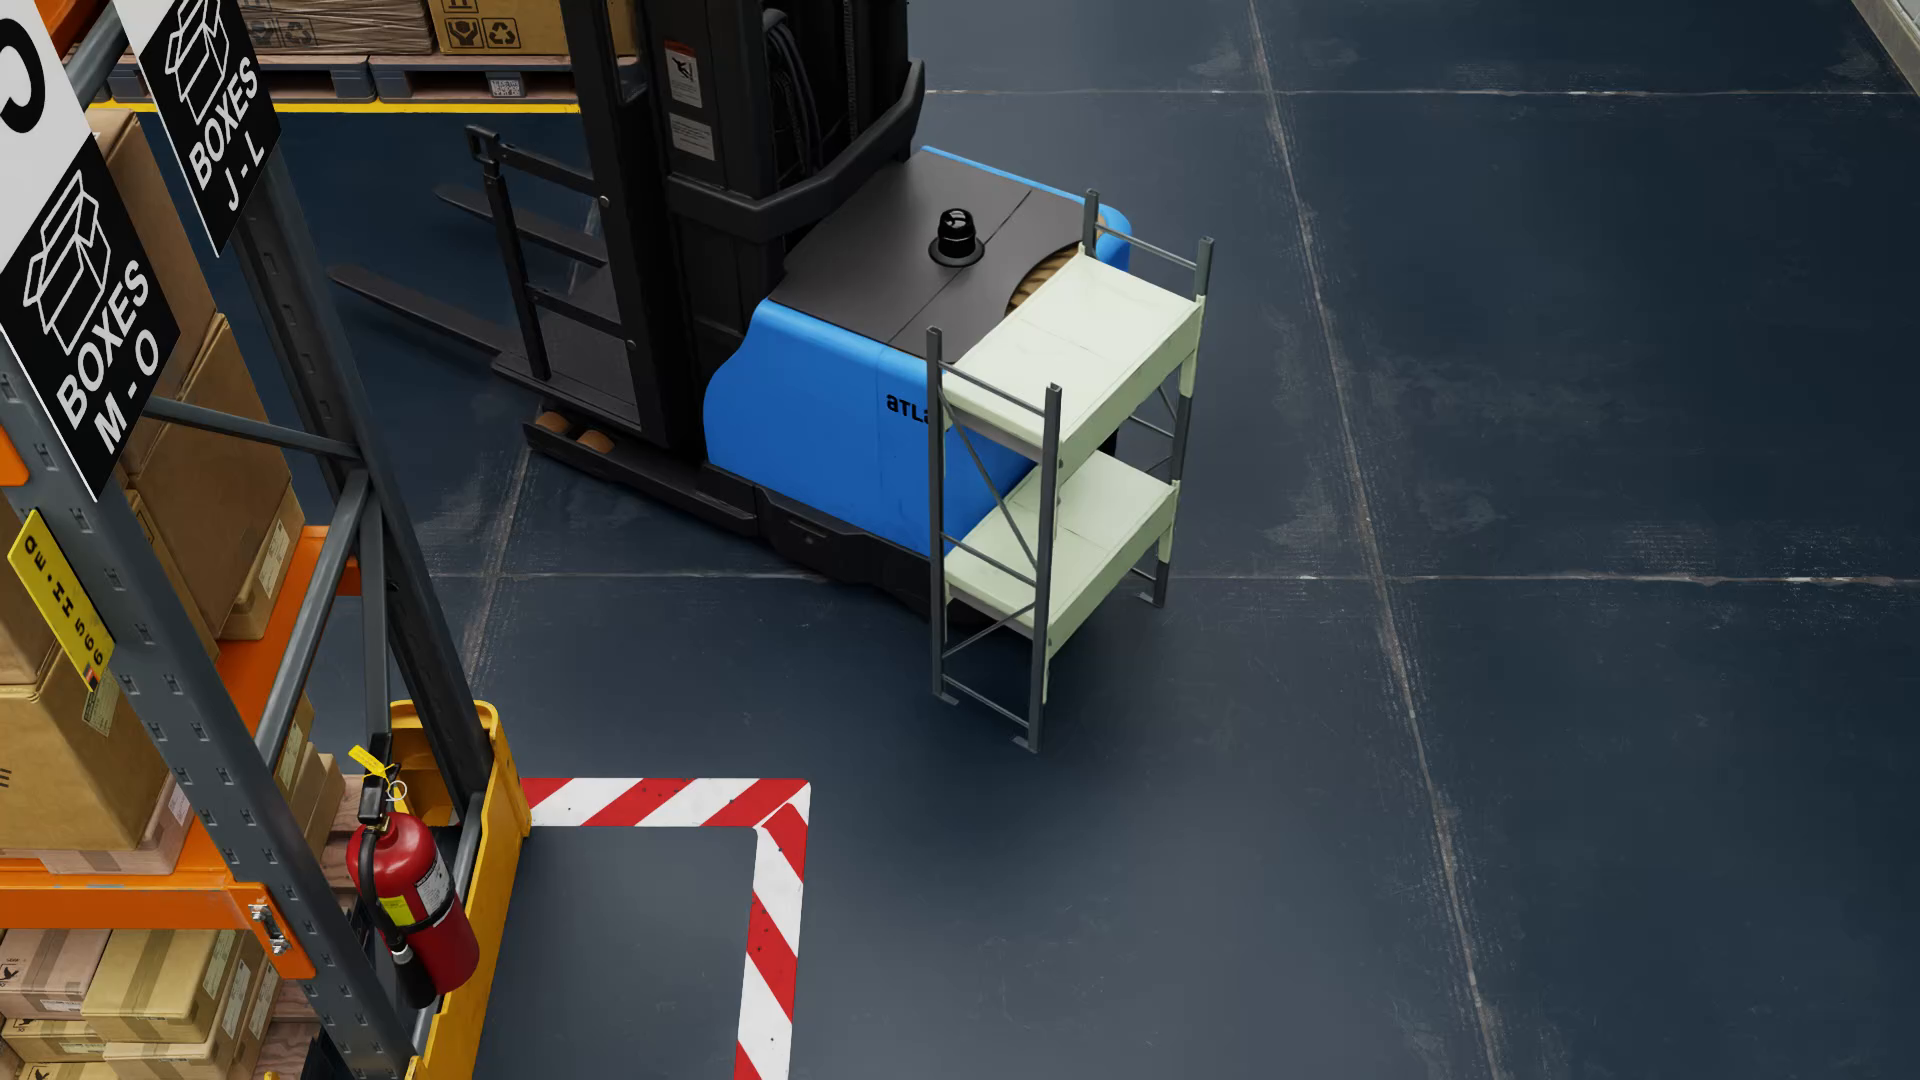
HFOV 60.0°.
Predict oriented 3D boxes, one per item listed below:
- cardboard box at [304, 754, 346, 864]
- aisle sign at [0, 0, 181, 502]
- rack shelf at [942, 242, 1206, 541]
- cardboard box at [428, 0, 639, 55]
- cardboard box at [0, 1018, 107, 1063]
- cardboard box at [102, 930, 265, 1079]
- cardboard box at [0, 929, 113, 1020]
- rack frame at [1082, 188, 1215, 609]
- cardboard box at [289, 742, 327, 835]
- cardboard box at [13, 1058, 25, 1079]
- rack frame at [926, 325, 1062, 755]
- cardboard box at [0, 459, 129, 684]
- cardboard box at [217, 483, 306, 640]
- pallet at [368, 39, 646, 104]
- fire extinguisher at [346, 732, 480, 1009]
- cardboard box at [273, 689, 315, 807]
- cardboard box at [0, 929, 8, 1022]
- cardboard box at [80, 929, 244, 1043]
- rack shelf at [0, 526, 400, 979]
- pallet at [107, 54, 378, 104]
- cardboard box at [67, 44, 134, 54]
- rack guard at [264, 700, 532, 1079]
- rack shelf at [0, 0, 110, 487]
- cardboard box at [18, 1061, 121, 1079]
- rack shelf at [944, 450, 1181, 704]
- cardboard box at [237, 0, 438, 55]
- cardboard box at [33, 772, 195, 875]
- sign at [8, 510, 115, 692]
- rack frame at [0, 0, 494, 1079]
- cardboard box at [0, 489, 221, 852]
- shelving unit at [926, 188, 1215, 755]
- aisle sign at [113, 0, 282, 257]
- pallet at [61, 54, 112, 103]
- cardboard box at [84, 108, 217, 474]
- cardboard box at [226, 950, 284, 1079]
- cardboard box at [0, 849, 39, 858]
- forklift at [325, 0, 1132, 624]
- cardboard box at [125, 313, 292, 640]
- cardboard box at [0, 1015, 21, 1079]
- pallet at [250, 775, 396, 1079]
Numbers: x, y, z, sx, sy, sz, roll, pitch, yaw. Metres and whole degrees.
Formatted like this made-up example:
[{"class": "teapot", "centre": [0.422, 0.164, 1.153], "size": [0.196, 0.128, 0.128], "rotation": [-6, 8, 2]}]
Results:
[{"class": "cardboard box", "centre": [-1.901, 0.788, 4.628], "size": [0.250, 0.149, 0.380], "rotation": [1, 47, 1]}, {"class": "aisle sign", "centre": [-1.307, -0.470, 2.362], "size": [0.004, 0.787, 0.394], "rotation": [0, 47, 0]}, {"class": "rack shelf", "centre": [0.298, -0.423, 4.586], "size": [0.431, 0.370, 0.720], "rotation": [28, 53, 24]}, {"class": "cardboard box", "centre": [-1.899, -2.797, 7.469], "size": [0.875, 0.875, 0.875], "rotation": [0, 47, 0]}, {"class": "cardboard box", "centre": [-2.169, 1.090, 4.144], "size": [0.250, 0.149, 0.380], "rotation": [-1, 47, -1]}, {"class": "cardboard box", "centre": [-1.908, 1.130, 4.106], "size": [0.250, 0.149, 0.380], "rotation": [-1, 47, -1]}, {"class": "cardboard box", "centre": [-2.160, 0.963, 4.059], "size": [0.250, 0.149, 0.380], "rotation": [1, 47, 1]}, {"class": "rack frame", "centre": [0.514, -0.373, 5.072], "size": [0.400, 1.500, 0.023], "rotation": [28, 53, 24]}, {"class": "cardboard box", "centre": [-1.902, 0.733, 4.476], "size": [0.250, 0.149, 0.380], "rotation": [2, 47, 2]}, {"class": "cardboard box", "centre": [-2.427, 1.185, 4.259], "size": [0.250, 0.149, 0.380], "rotation": [0, 47, 0]}, {"class": "rack frame", "centre": [0.082, 0.059, 4.670], "size": [0.400, 1.500, 0.023], "rotation": [28, 53, 24]}, {"class": "cardboard box", "centre": [-1.837, -0.100, 2.839], "size": [0.500, 0.500, 0.500], "rotation": [-1, 47, -1]}, {"class": "cardboard box", "centre": [-1.701, 0.041, 3.835], "size": [0.250, 0.149, 0.380], "rotation": [0, 47, 0]}, {"class": "pallet", "centre": [-2.059, -2.429, 7.867], "size": [1.213, 0.211, 1.003], "rotation": [0, 47, 0]}, {"class": "fire extinguisher", "centre": [-1.129, 0.688, 3.368], "size": [0.183, 0.674, 0.296], "rotation": [0, 47, 0]}, {"class": "cardboard box", "centre": [-1.901, 0.571, 4.423], "size": [0.250, 0.149, 0.380], "rotation": [-2, 47, -2]}, {"class": "cardboard box", "centre": [-2.420, 1.055, 3.973], "size": [0.250, 0.149, 0.380], "rotation": [-1, 47, -1]}, {"class": "cardboard box", "centre": [-1.909, 1.005, 4.019], "size": [0.250, 0.149, 0.380], "rotation": [1, 47, 1]}, {"class": "rack shelf", "centre": [-3.379, 0.435, 3.787], "size": [4.000, 0.370, 1.077], "rotation": [0, 47, 0]}, {"class": "pallet", "centre": [-3.276, -2.435, 7.872], "size": [1.213, 0.211, 1.003], "rotation": [0, 47, 0]}, {"class": "cardboard box", "centre": [-3.699, -2.802, 7.473], "size": [0.875, 0.875, 0.875], "rotation": [0, 47, 0]}, {"class": "rack guard", "centre": [-1.455, 1.047, 4.434], "size": [0.348, 0.500, 1.175], "rotation": [0, 47, 0]}, {"class": "rack shelf", "centre": [-3.379, -0.587, 2.689], "size": [4.000, 0.370, 1.077], "rotation": [0, 47, 0]}, {"class": "cardboard box", "centre": [-2.163, 1.249, 4.199], "size": [0.250, 0.149, 0.380], "rotation": [1, 47, 1]}, {"class": "rack shelf", "centre": [0.298, 0.065, 5.110], "size": [0.431, 0.370, 0.720], "rotation": [28, 53, 24]}, {"class": "cardboard box", "centre": [-2.809, -2.799, 7.471], "size": [0.875, 0.875, 0.875], "rotation": [0, 47, 0]}, {"class": "cardboard box", "centre": [-1.706, 0.487, 3.419], "size": [0.250, 0.149, 0.380], "rotation": [0, 47, 0]}, {"class": "sign", "centre": [-1.401, 0.100, 2.601], "size": [0.005, 0.325, 0.100], "rotation": [0, 47, 0]}, {"class": "rack frame", "centre": [-1.379, 0.196, 3.519], "size": [0.127, 3.000, 1.000], "rotation": [0, 47, 0]}, {"class": "cardboard box", "centre": [-1.829, 0.247, 3.199], "size": [0.500, 0.500, 0.500], "rotation": [1, 47, 1]}, {"class": "shelving unit", "centre": [0.298, -0.157, 4.871], "size": [0.431, 1.500, 0.755], "rotation": [28, 53, 24]}, {"class": "aisle sign", "centre": [-1.305, -0.909, 2.771], "size": [0.004, 0.787, 0.394], "rotation": [0, 47, 0]}, {"class": "pallet", "centre": [-4.499, -2.436, 7.873], "size": [1.213, 0.211, 1.003], "rotation": [0, 47, 0]}, {"class": "cardboard box", "centre": [-1.827, -0.476, 3.189], "size": [0.500, 0.500, 0.500], "rotation": [0, 47, 0]}, {"class": "cardboard box", "centre": [-1.906, 1.175, 4.268], "size": [0.250, 0.149, 0.380], "rotation": [1, 47, 1]}, {"class": "cardboard box", "centre": [-1.954, 0.459, 3.445], "size": [0.250, 0.149, 0.380], "rotation": [0, 47, 0]}, {"class": "forklift", "centre": [-0.975, -1.537, 5.178], "size": [3.031, 2.935, 1.130], "rotation": [23, 51, 20]}, {"class": "cardboard box", "centre": [-1.827, -0.143, 3.562], "size": [0.500, 0.500, 0.500], "rotation": [2, 47, 2]}, {"class": "cardboard box", "centre": [-2.427, 1.130, 4.107], "size": [0.250, 0.149, 0.380], "rotation": [-2, 47, -1]}, {"class": "pallet", "centre": [-2.267, 1.117, 4.566], "size": [1.213, 0.211, 1.003], "rotation": [0, 47, 0]}]
